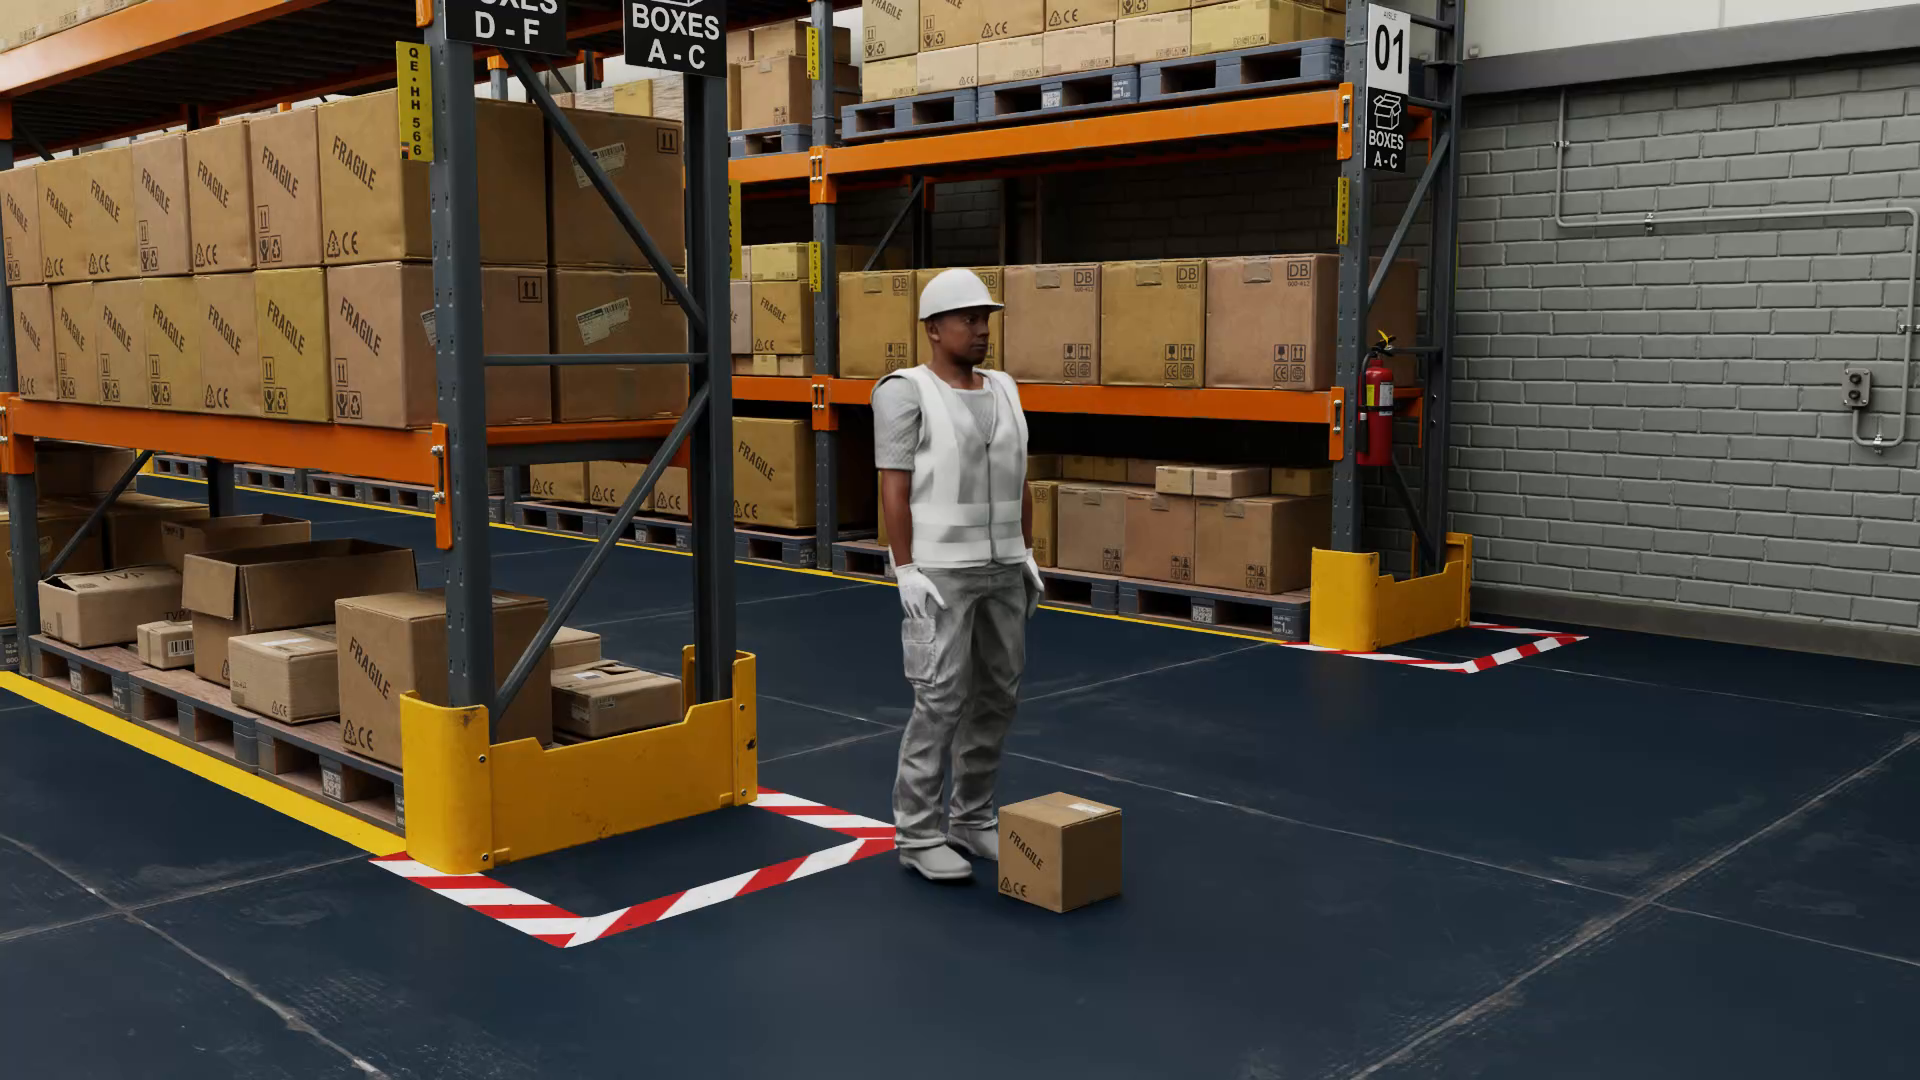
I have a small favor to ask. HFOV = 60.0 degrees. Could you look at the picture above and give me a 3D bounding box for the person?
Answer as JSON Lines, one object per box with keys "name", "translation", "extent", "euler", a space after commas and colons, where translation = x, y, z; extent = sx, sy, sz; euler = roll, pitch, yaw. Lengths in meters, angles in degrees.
{"name": "person", "translation": [0.016, 0.100, 4.952], "extent": [0.549, 1.795, 0.393], "euler": [-6, 9, -40]}
